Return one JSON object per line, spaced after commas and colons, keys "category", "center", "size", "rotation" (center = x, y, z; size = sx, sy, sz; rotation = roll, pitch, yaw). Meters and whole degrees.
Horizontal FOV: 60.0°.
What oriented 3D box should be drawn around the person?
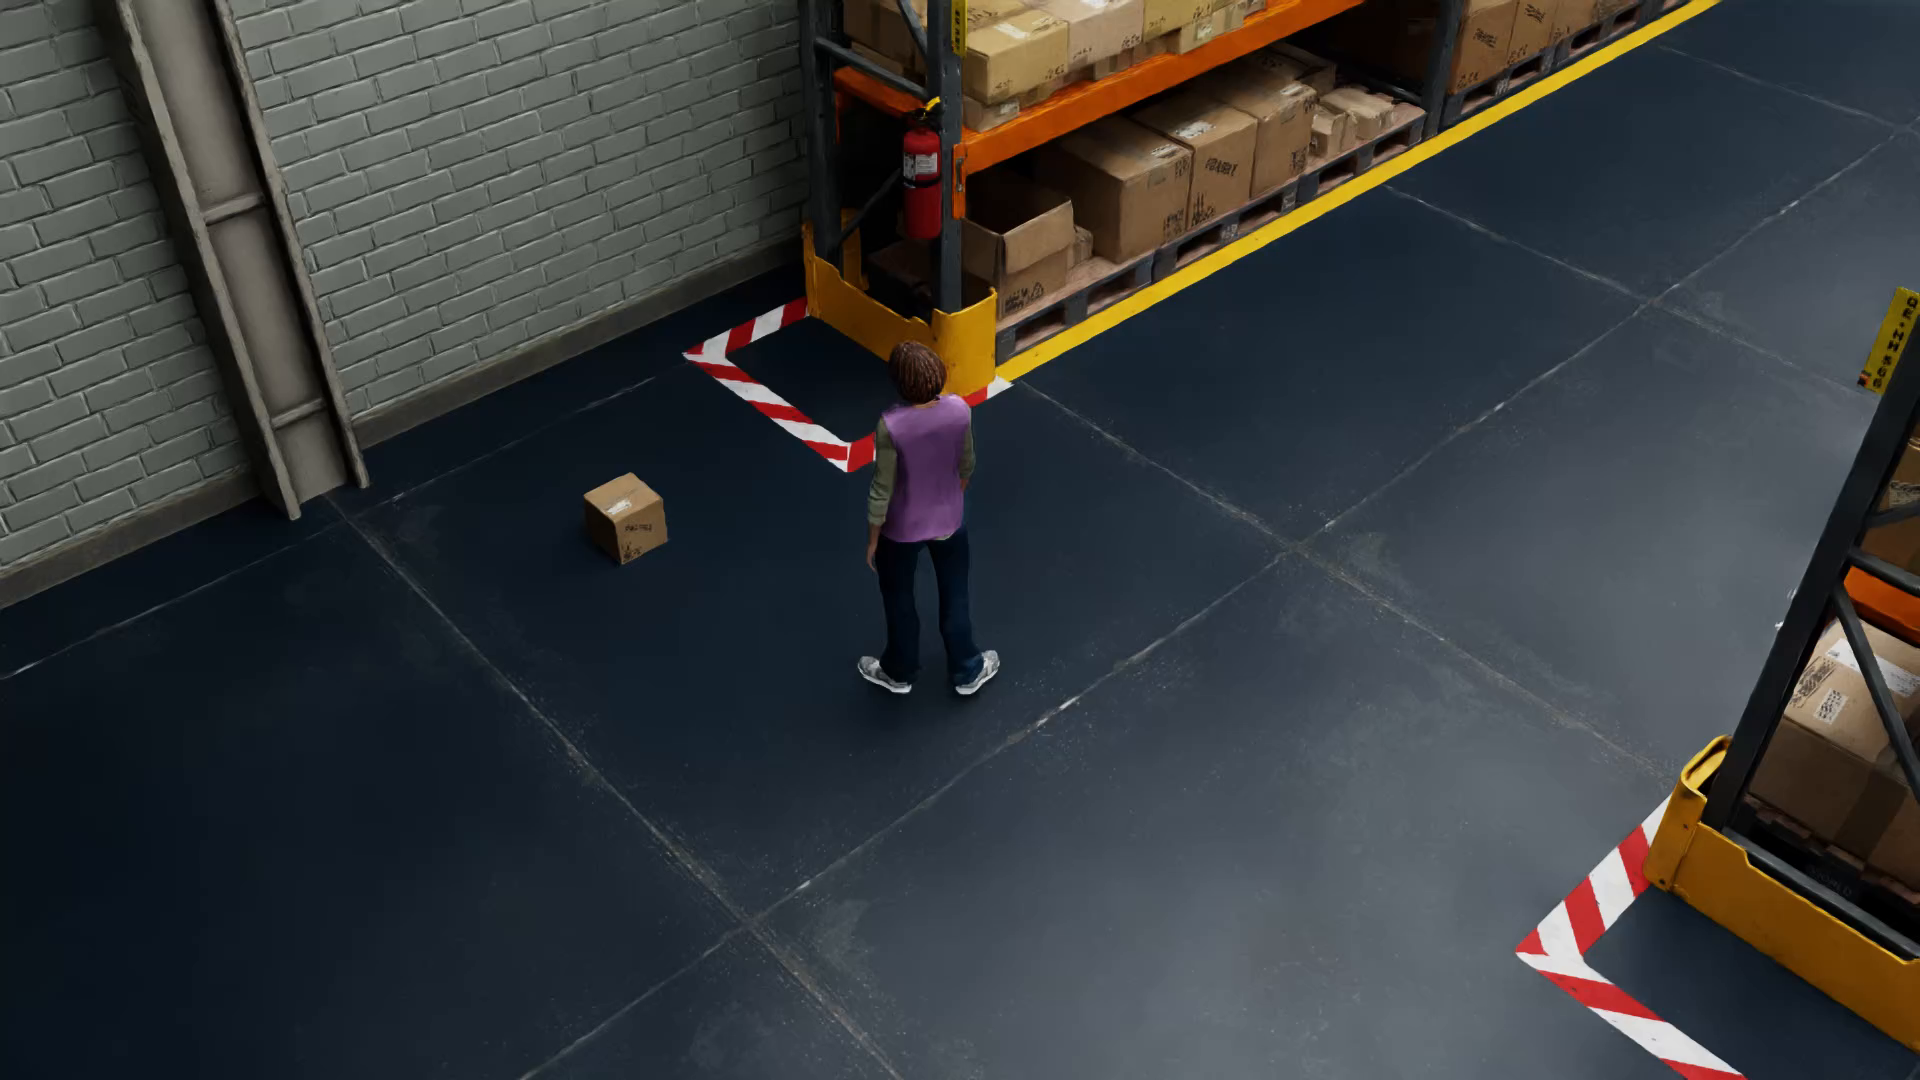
{"category": "person", "center": [-0.108, -0.059, 6.213], "size": [0.551, 1.604, 0.370], "rotation": [-14, 42, -16]}
